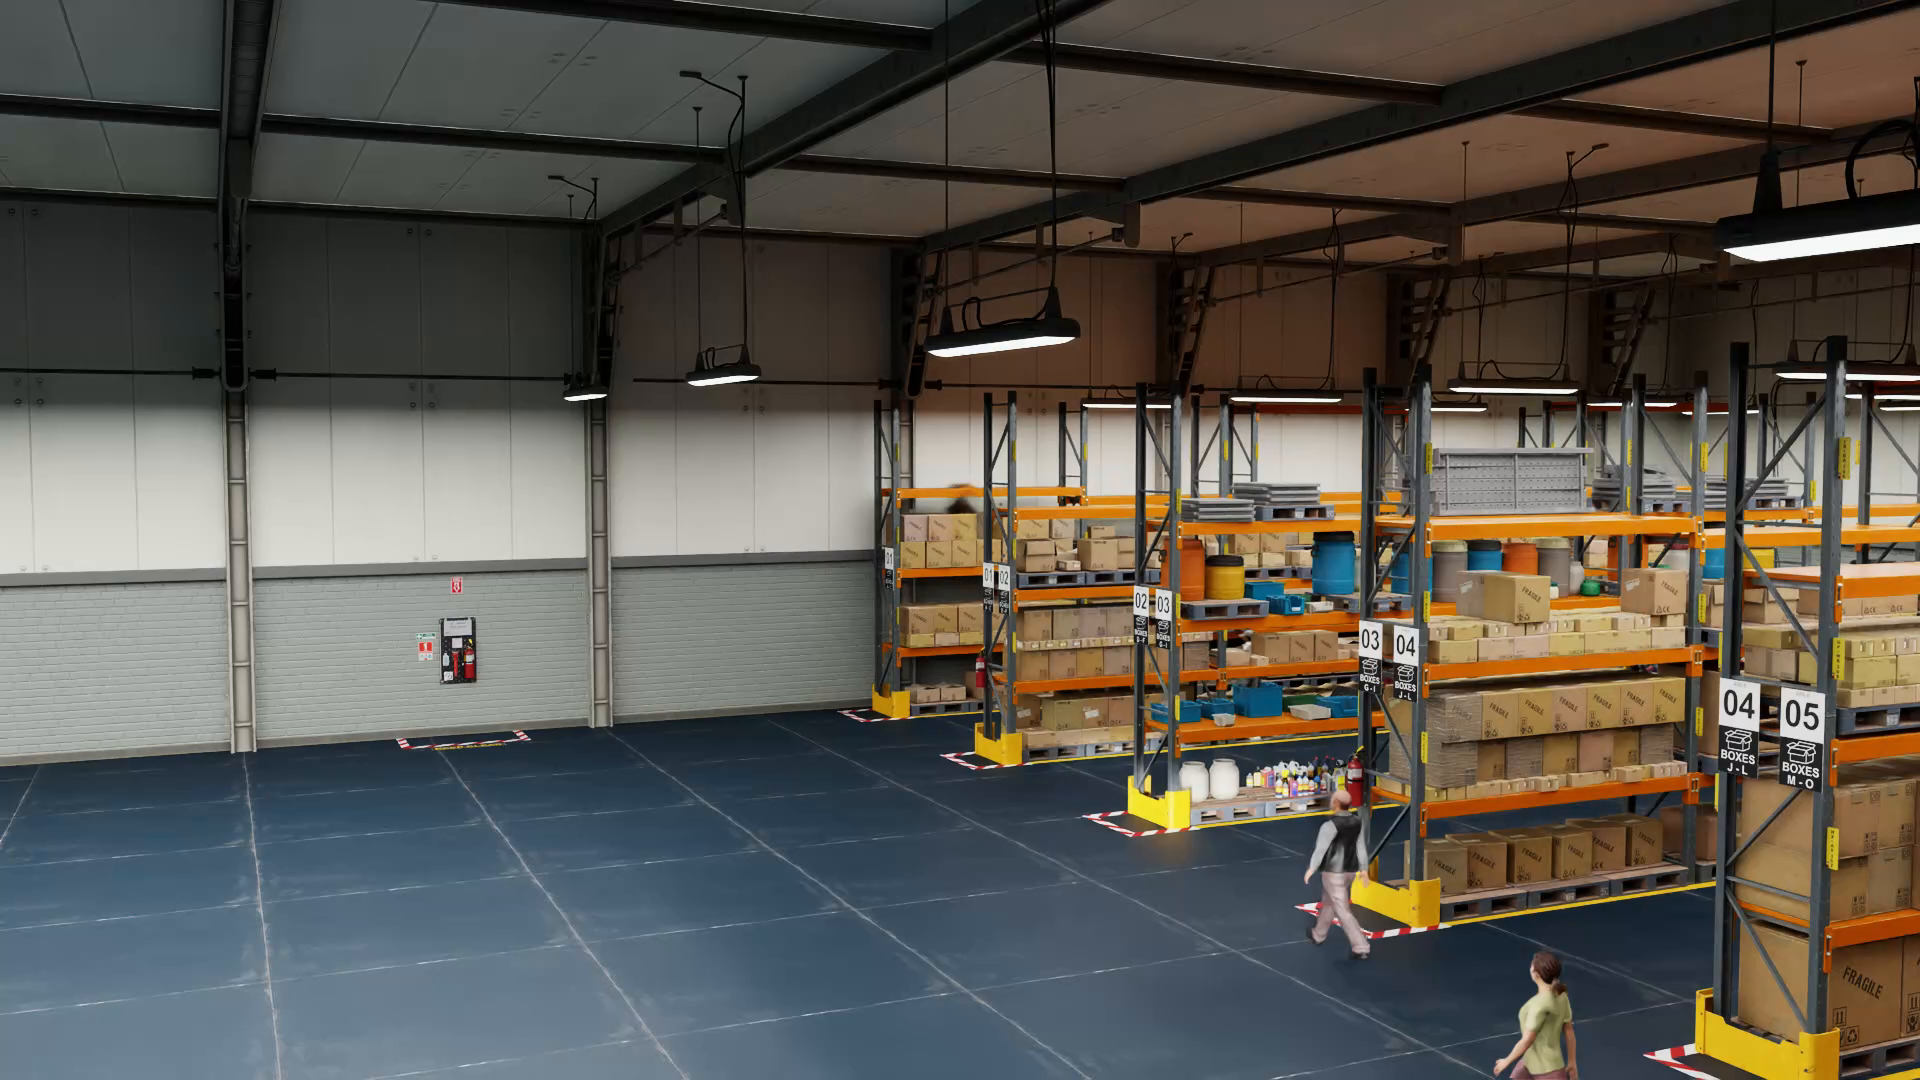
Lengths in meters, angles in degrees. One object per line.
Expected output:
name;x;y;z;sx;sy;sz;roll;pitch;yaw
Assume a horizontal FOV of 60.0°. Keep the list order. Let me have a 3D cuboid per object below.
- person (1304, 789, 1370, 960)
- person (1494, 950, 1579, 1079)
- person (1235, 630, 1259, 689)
person;3.781;3.345;16.767;0.556;1.683;1.024;-3;4;-40
person;4.002;3.656;11.587;1.047;1.606;0.420;1;3;9
person;5.378;2.516;31.139;0.502;1.664;0.440;-2;4;-35
